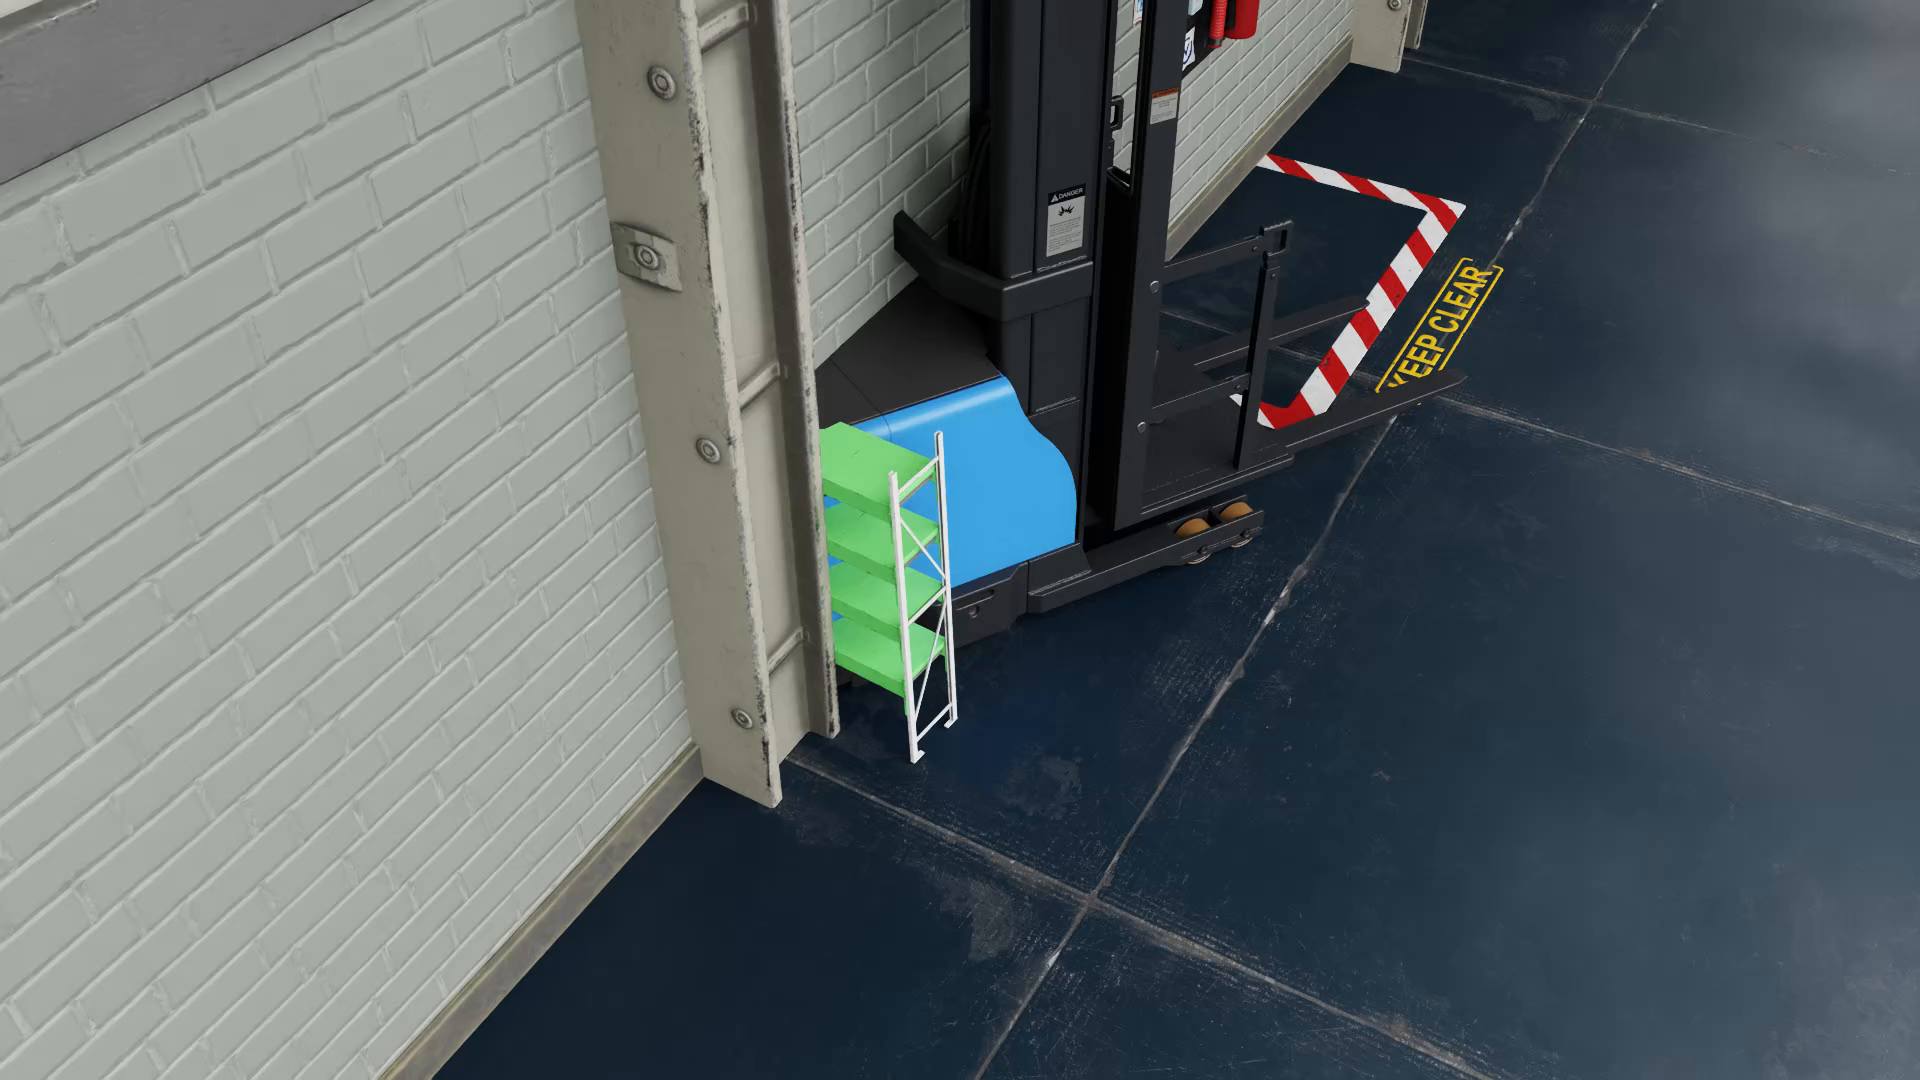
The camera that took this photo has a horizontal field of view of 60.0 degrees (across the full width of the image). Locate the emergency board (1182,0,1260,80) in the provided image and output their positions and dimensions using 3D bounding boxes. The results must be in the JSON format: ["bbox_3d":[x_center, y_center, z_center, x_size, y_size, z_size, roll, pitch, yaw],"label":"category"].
[{"bbox_3d":[1.105,-2.468,6.783,0.194,1.169,0.643,21,45,22],"label":"emergency board"}]

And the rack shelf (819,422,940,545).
[{"bbox_3d":[-0.318,-0.195,4.930,0.480,0.148,0.258,24,47,27],"label":"rack shelf"}]

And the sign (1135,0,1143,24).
[{"bbox_3d":[0.739,-2.199,6.450,0.001,0.329,0.234,21,45,22],"label":"sign"}]

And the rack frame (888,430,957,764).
[{"bbox_3d":[-0.105,0.206,5.092,0.015,1.200,0.240,24,47,27],"label":"rack frame"}]

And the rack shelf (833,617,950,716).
[{"bbox_3d":[-0.294,0.348,5.402,0.480,0.148,0.258,24,47,27],"label":"rack shelf"}]

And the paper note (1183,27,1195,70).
[{"bbox_3d":[0.957,-2.059,6.985,0.016,0.148,0.142,21,45,22],"label":"paper note"}]

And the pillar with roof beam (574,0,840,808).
[{"bbox_3d":[3.100,-1.264,0.876,9.100,9.000,0.400,21,45,22],"label":"pillar with roof beam"}]

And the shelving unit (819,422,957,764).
[{"bbox_3d":[-0.304,0.119,5.203,0.503,1.200,0.258,24,47,27],"label":"shelving unit"}]

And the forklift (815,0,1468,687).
[{"bbox_3d":[0.549,-1.299,5.507,3.031,2.935,1.130,-20,45,-21],"label":"forklift"}]

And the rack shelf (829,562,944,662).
[{"bbox_3d":[-0.302,0.167,5.245,0.480,0.148,0.258,24,47,27],"label":"rack shelf"}]

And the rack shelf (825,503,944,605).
[{"bbox_3d":[-0.310,-0.014,5.088,0.480,0.148,0.258,24,47,27],"label":"rack shelf"}]

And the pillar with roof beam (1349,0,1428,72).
[{"bbox_3d":[6.102,-4.697,4.775,9.100,9.000,0.400,21,45,22],"label":"pillar with roof beam"}]
